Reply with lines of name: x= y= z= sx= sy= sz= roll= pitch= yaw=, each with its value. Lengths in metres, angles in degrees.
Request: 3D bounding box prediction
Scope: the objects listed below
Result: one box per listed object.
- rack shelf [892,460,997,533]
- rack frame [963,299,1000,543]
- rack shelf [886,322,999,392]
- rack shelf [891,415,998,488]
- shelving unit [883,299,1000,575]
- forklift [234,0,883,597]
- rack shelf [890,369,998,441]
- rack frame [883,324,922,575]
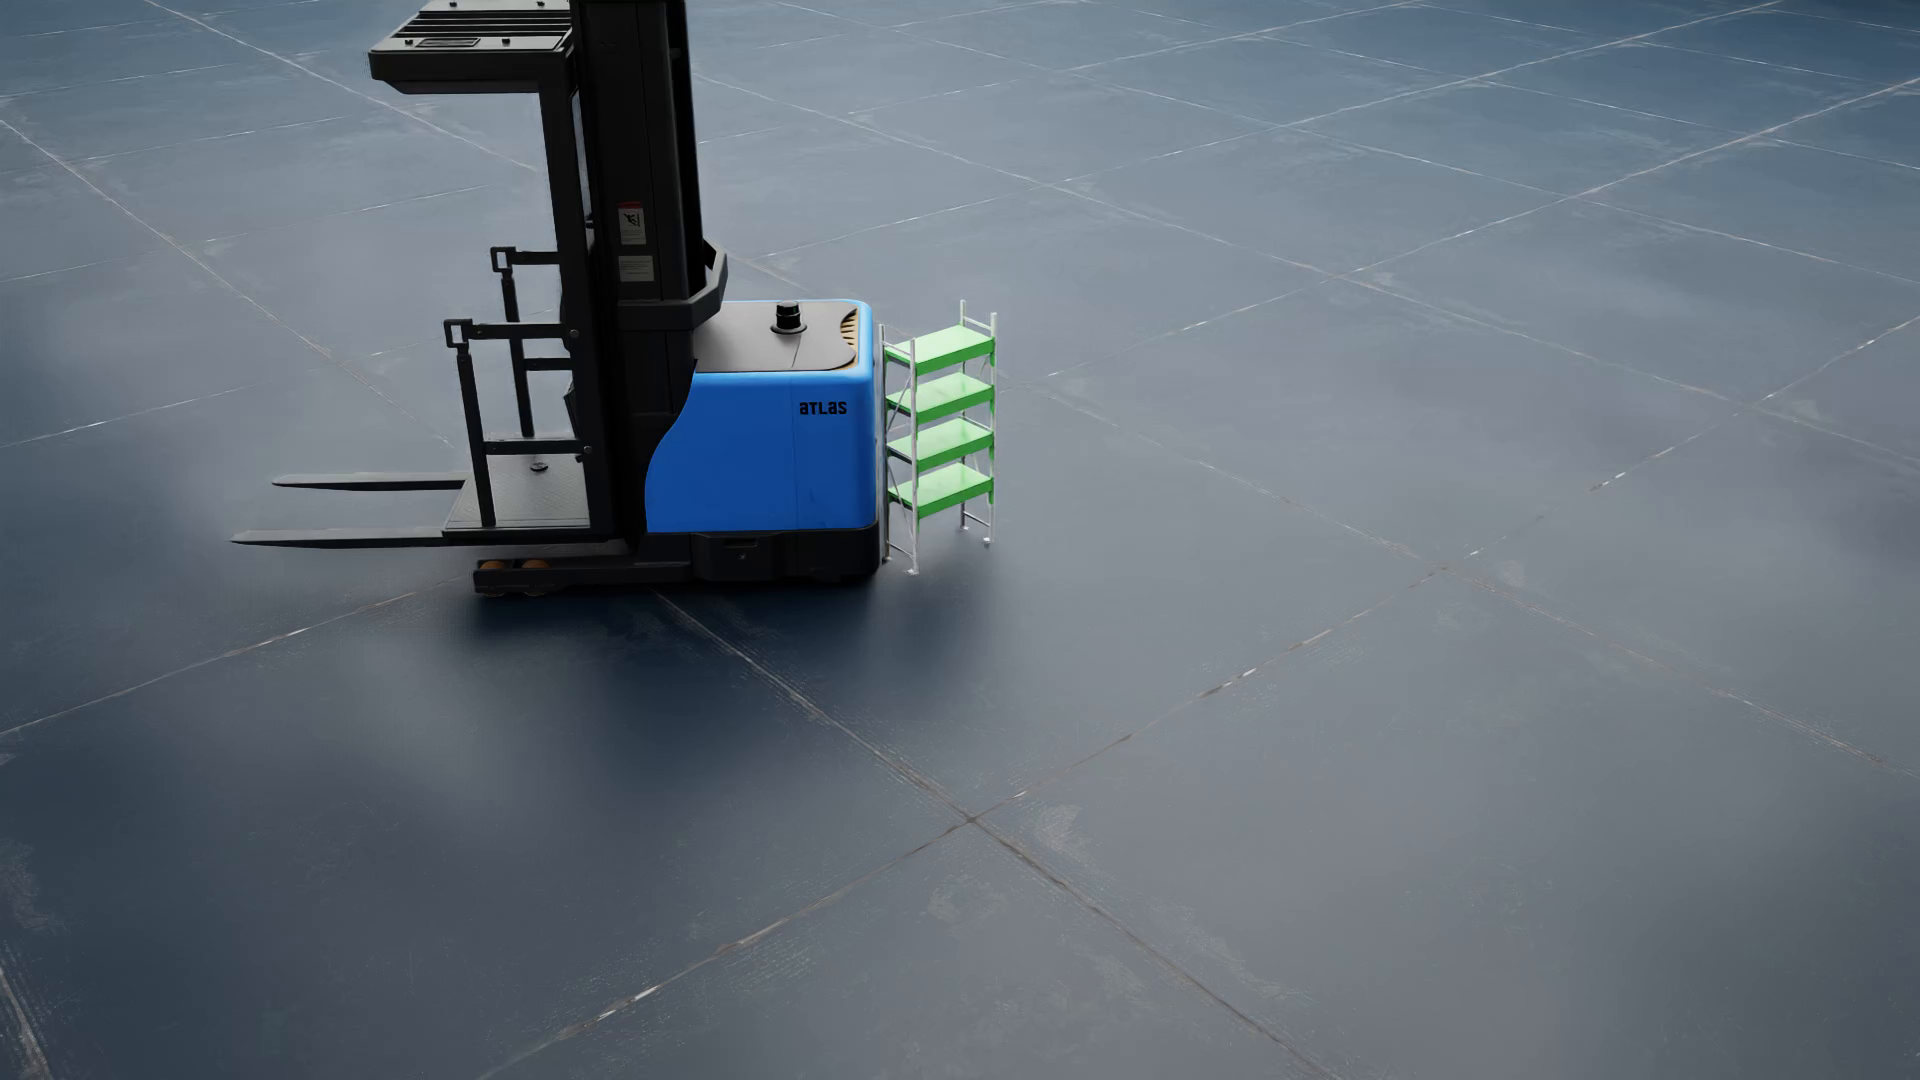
rack shelf: x=-0.083 y=-0.213 z=8.021 sx=0.480 sy=0.148 sz=0.258 roll=-23 pitch=36 yaw=-36
rack frame: x=0.100 y=-0.558 z=8.021 sx=0.015 sy=1.200 sz=0.240 roll=-23 pitch=36 yaw=-36
rack shelf: x=-0.083 y=-0.848 z=7.682 sx=0.480 sy=0.148 sz=0.258 roll=-23 pitch=36 yaw=-36
rack shelf: x=-0.083 y=-0.425 z=7.908 sx=0.480 sy=0.148 sz=0.258 roll=-23 pitch=36 yaw=-36
shelving unit: x=-0.083 y=-0.482 z=7.878 sx=0.503 sy=1.200 sz=0.258 roll=-23 pitch=36 yaw=-36
forklift: x=-1.897 y=-1.282 z=7.539 sx=3.031 sy=2.935 sz=1.130 roll=-1 pitch=28 yaw=-2
rack shelf: x=-0.083 y=-0.637 z=7.795 sx=0.480 sy=0.148 sz=0.258 roll=-23 pitch=36 yaw=-36
rack frame: x=-0.265 y=-0.405 z=7.735 sx=0.015 sy=1.200 sz=0.240 roll=-23 pitch=36 yaw=-36
